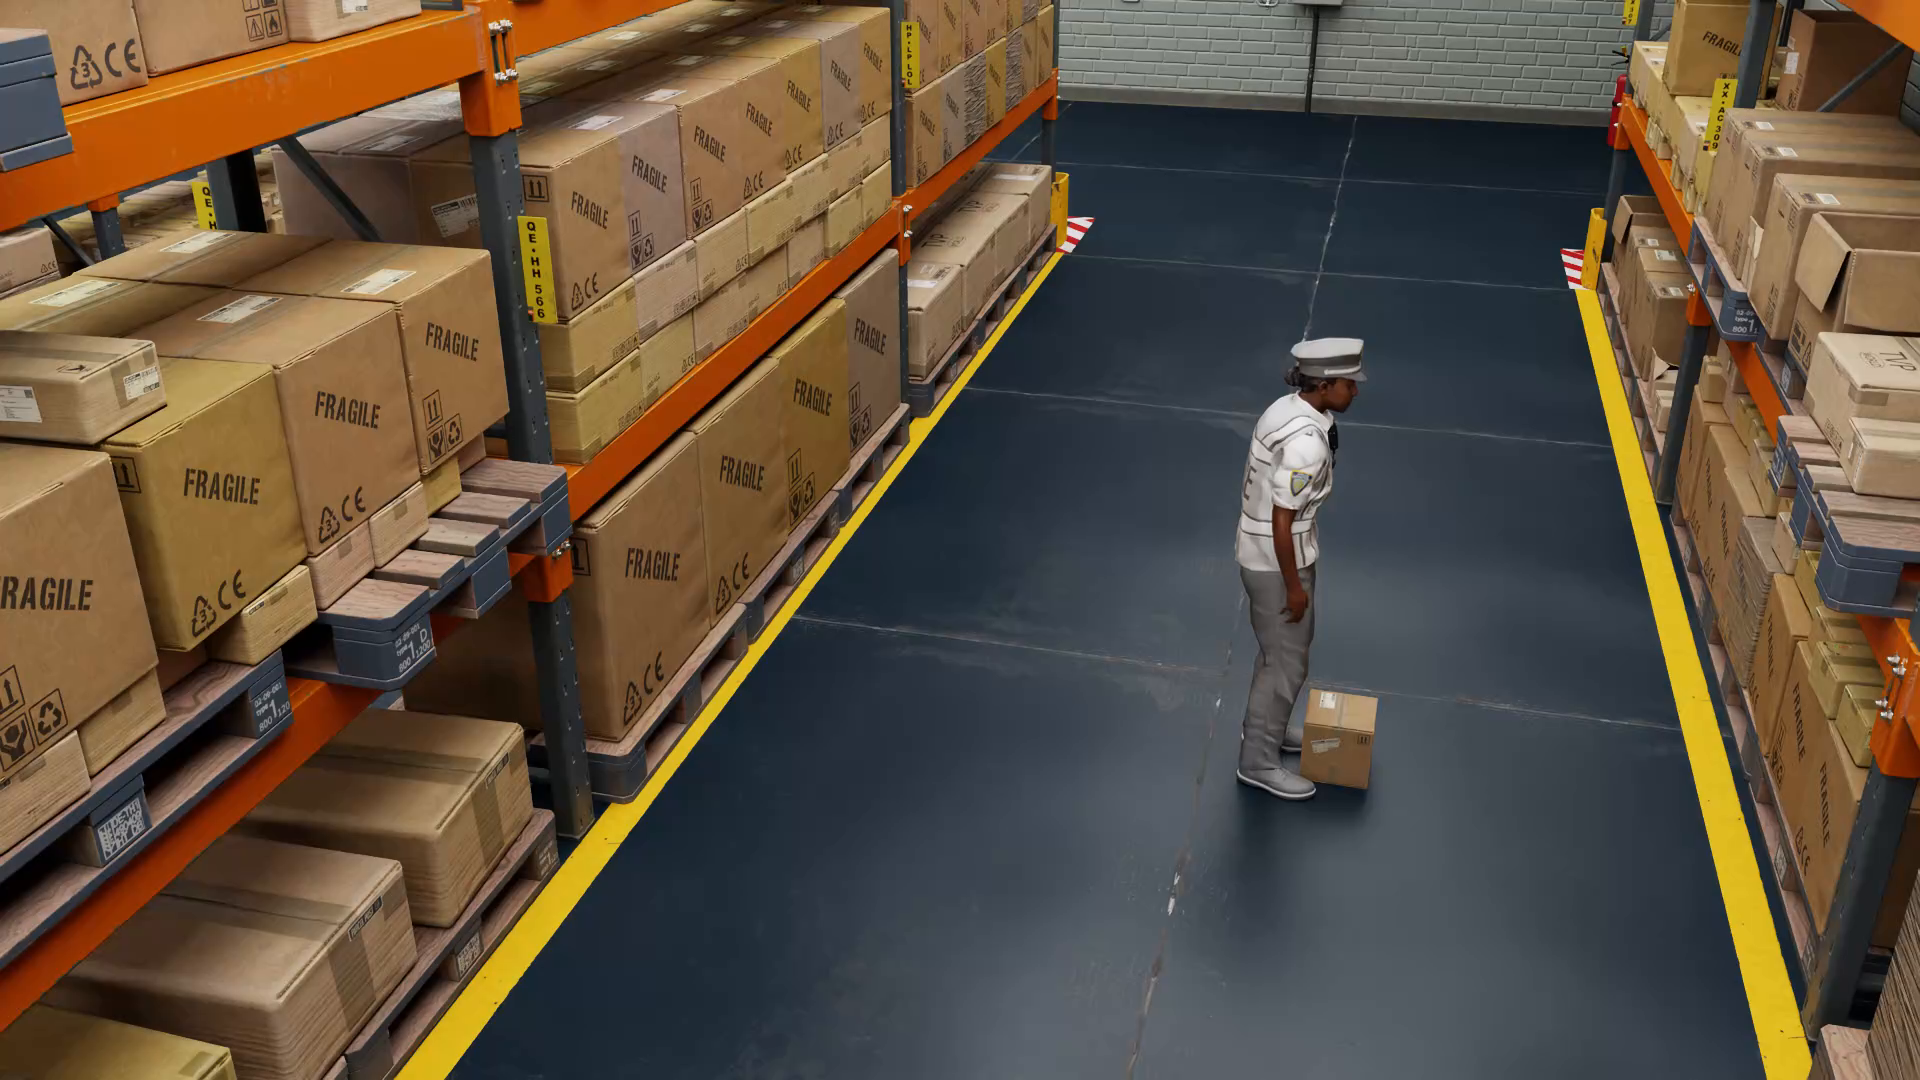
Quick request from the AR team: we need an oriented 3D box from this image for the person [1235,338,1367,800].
[{"bbox_3d":[1.177,0.085,5.935,0.395,1.656,0.525,5,26,10],"label":"person"}]
